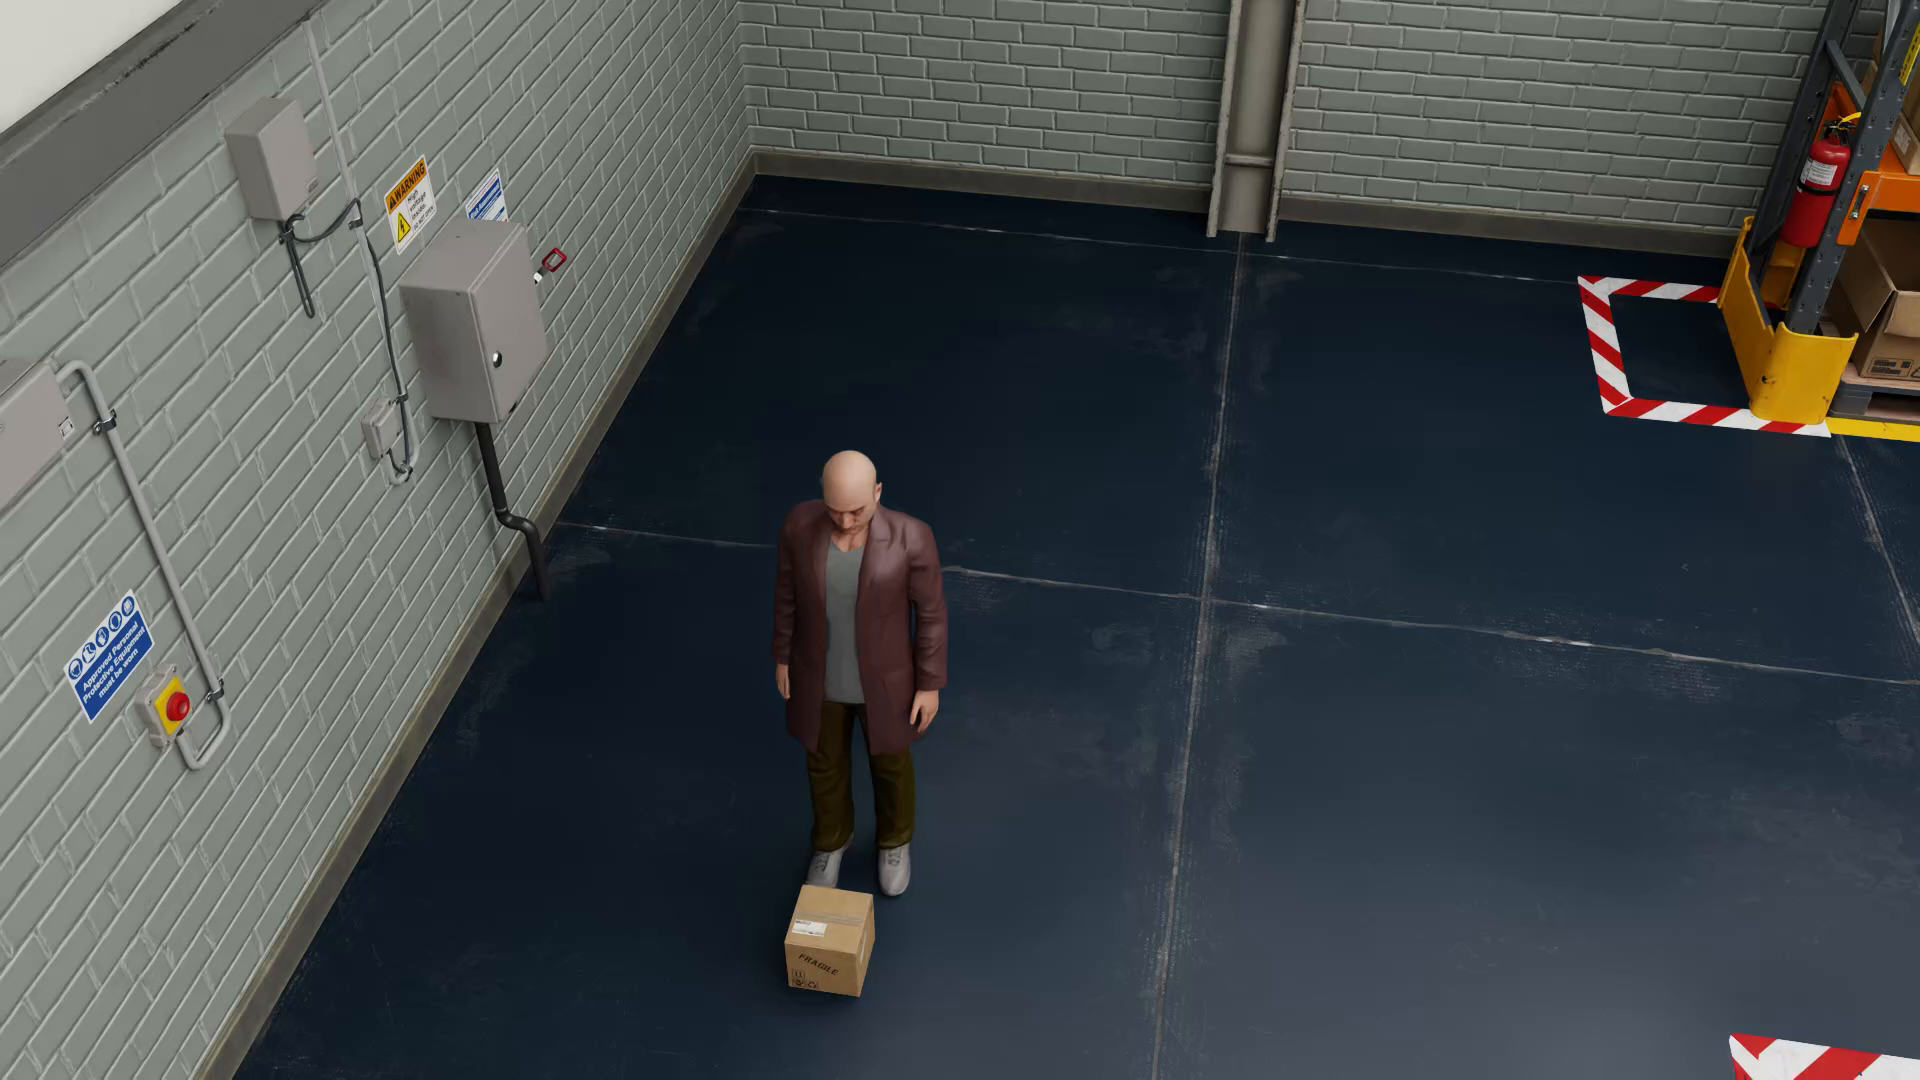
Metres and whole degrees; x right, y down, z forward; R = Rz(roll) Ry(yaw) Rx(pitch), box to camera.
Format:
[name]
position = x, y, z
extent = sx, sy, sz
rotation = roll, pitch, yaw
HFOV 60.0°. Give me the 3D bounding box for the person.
[person]
position = -0.356, 0.498, 5.570
extent = 0.620, 1.799, 0.495
rotation = 7, 40, 8
